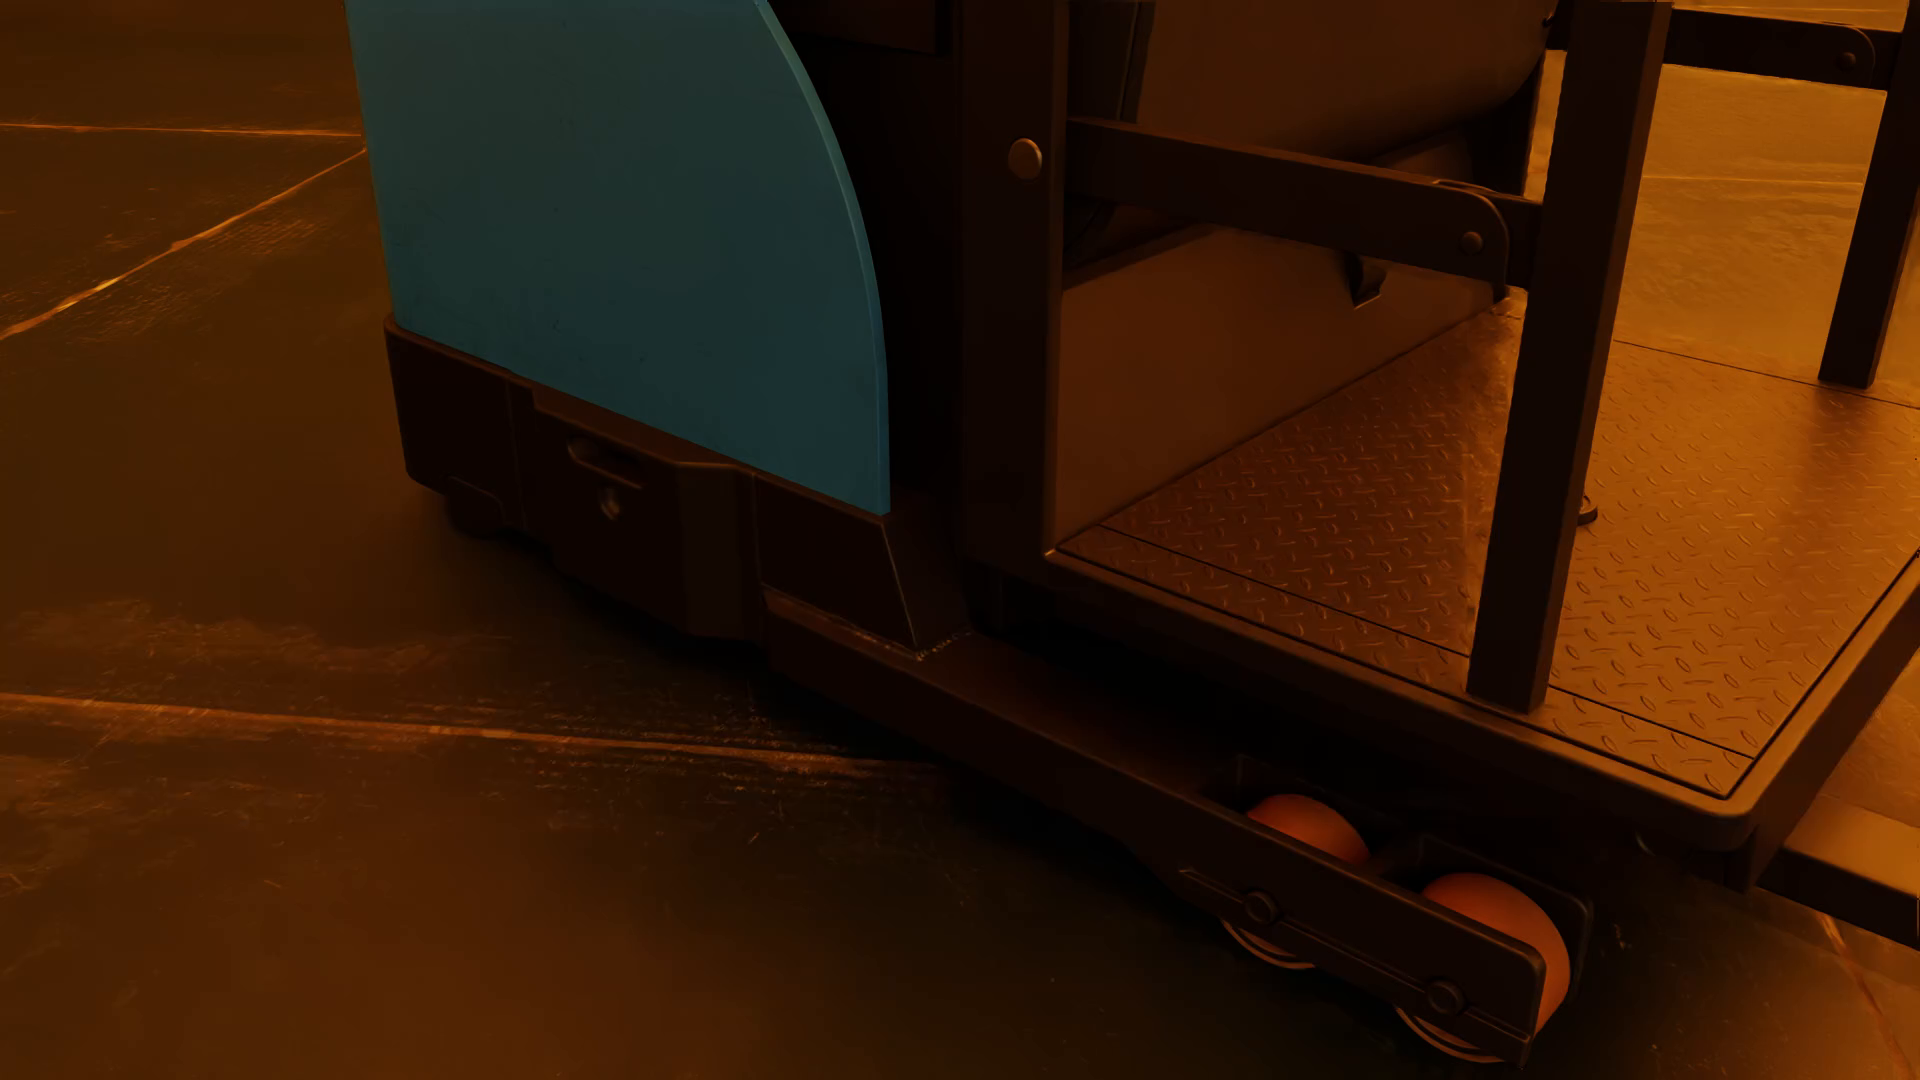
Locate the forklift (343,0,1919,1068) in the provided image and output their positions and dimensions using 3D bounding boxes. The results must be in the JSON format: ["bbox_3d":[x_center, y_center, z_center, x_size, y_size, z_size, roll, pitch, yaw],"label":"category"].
[{"bbox_3d":[0.589,-1.098,1.418,3.031,2.935,1.130,21,33,36],"label":"forklift"}]
